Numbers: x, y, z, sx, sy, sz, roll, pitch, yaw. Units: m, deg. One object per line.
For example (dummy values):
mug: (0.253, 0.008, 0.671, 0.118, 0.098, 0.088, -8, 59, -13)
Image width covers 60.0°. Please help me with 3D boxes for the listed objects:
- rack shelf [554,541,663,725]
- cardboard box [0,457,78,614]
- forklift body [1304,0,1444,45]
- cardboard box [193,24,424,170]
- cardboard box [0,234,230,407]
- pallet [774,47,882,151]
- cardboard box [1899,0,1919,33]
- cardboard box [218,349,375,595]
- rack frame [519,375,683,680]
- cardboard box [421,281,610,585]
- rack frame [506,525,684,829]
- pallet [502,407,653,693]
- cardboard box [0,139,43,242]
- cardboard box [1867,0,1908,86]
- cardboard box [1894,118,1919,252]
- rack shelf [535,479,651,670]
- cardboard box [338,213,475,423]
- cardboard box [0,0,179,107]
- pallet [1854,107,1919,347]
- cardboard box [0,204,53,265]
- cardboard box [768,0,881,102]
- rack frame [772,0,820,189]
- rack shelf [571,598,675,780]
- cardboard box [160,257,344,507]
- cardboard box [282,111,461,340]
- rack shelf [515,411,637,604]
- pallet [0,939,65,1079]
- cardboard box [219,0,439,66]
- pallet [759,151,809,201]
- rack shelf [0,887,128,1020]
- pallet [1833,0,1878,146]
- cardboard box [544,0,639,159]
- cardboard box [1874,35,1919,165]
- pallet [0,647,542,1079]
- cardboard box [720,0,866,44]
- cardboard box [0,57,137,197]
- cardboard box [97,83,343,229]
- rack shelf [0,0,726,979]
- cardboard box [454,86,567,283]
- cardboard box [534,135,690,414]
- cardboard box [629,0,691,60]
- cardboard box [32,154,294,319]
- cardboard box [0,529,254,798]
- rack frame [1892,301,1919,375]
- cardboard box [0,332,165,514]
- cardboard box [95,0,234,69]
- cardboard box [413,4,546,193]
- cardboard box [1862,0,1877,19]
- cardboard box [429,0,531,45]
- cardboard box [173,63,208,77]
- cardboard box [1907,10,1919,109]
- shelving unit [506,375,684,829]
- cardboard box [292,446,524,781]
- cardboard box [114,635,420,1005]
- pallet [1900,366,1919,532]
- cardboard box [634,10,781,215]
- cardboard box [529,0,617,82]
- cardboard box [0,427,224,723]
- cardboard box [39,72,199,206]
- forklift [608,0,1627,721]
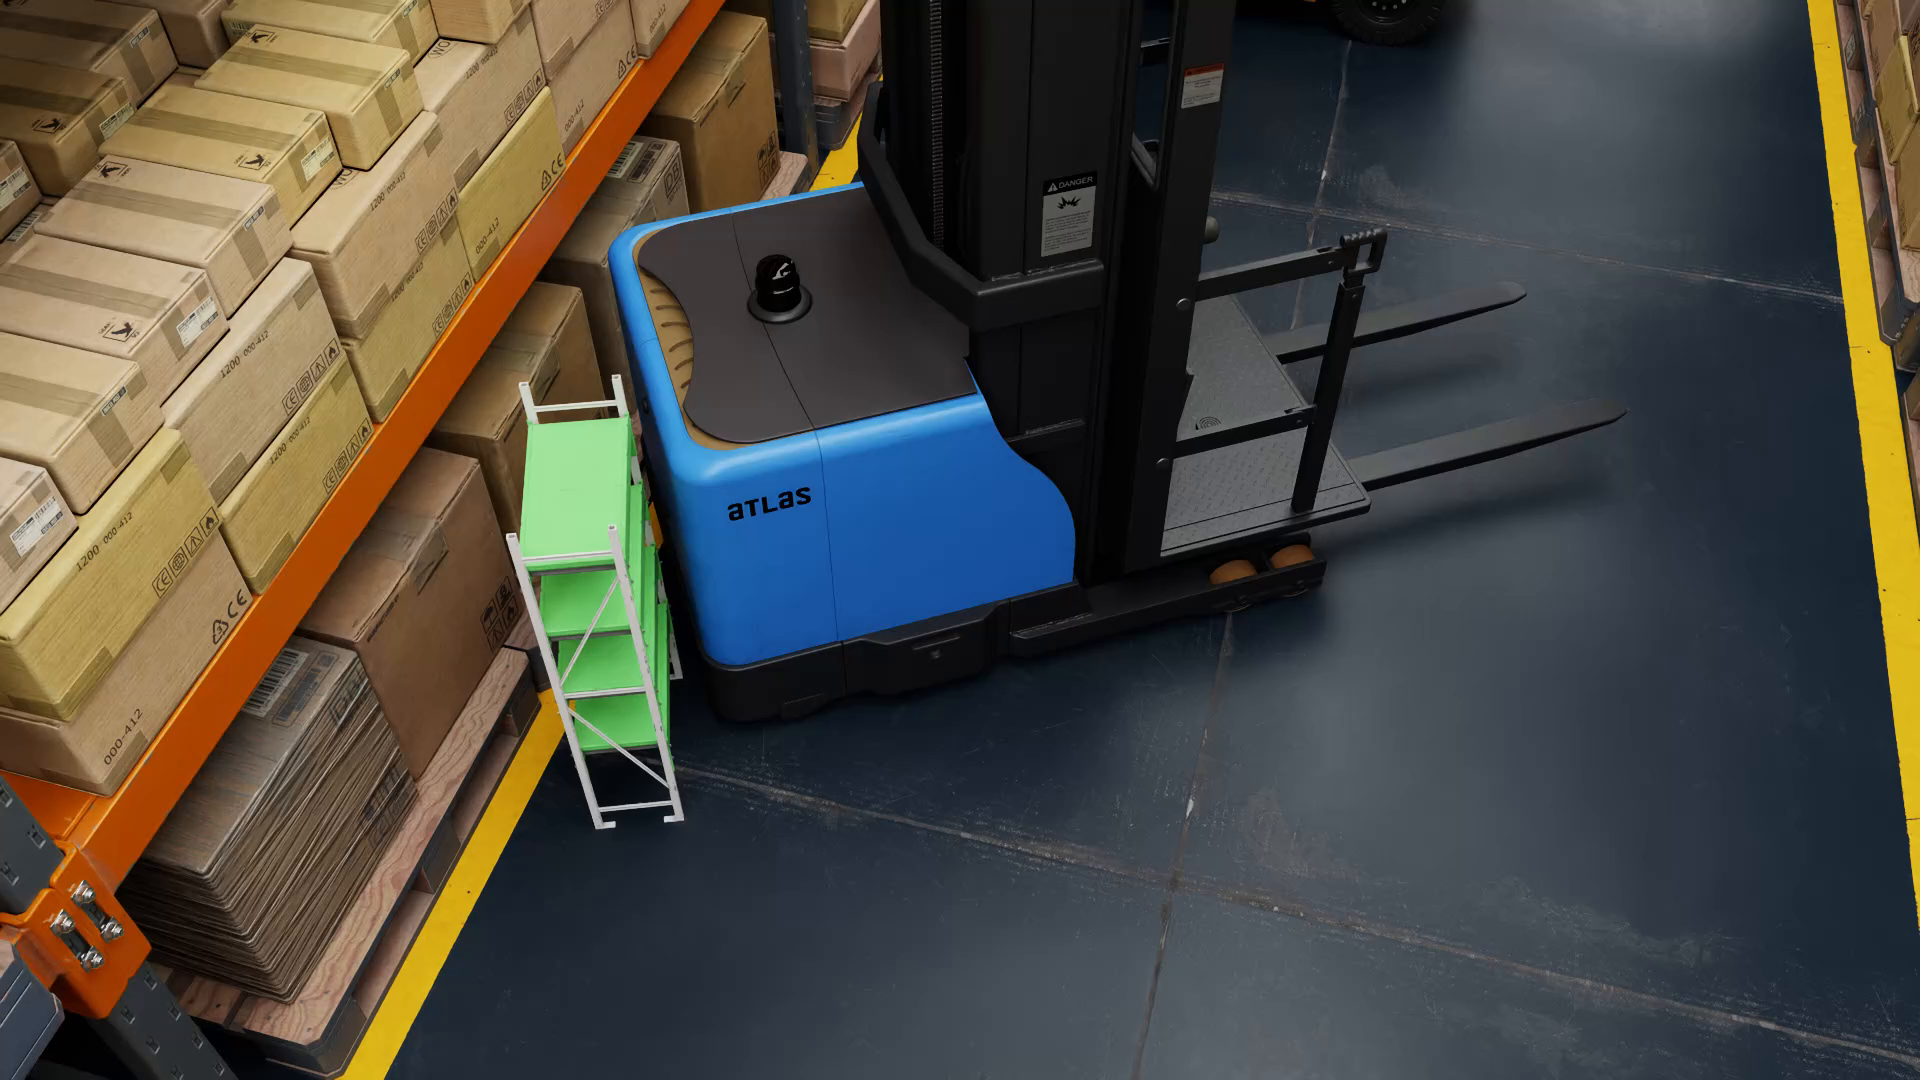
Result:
rack shelf: (-0.907, 0.239, 4.324, 0.258, 0.148, 0.480, -5, 49, -4)
cardboard box: (-1.733, -0.026, 2.773, 0.380, 0.149, 0.250, 13, 50, 11)
forklift body: (1.265, -3.380, 6.798, 2.313, 2.155, 1.214, 12, 50, 10)
cardboard box: (-1.404, -0.961, 3.598, 0.380, 0.149, 0.250, 13, 50, 11)
cardboard box: (-1.622, -0.410, 3.112, 0.380, 0.149, 0.250, 13, 50, 11)
pallet: (-0.799, -2.143, 7.000, 1.003, 0.211, 1.213, 12, 50, 10)
cardboard box: (3.903, -2.218, 6.260, 0.500, 0.500, 0.500, 14, 50, 12)
cardboard box: (-1.612, -0.191, 3.518, 0.500, 0.250, 0.500, 11, 49, 9)
rack frame: (-0.935, 0.016, 4.436, 0.240, 1.200, 0.015, -5, 49, -4)
cardboard box: (-1.583, -0.368, 4.878, 0.875, 0.625, 0.625, 10, 49, 8)
rack frame: (-0.878, 0.379, 4.115, 0.240, 1.200, 0.015, -5, 49, -4)
pallet: (-1.524, -0.150, 5.242, 1.003, 0.211, 1.213, 12, 50, 10)
cardboard box: (-2.126, -0.706, 3.373, 0.380, 0.149, 0.250, 11, 49, 9)
cardboard box: (3.906, -1.986, 6.556, 0.500, 0.250, 0.500, 12, 50, 11)
cardboard box: (3.637, -1.232, 5.890, 0.500, 0.250, 0.500, 14, 50, 12)
rack shelf: (-0.907, 0.081, 4.144, 0.258, 0.148, 0.480, -5, 49, -4)
cardboard box: (-1.483, -0.565, 3.848, 0.500, 0.250, 0.500, 10, 49, 9)
cardboard box: (-1.997, -1.077, 3.701, 0.380, 0.149, 0.250, 11, 49, 9)
pallet: (3.884, -1.092, 6.073, 1.003, 0.211, 1.213, 12, 50, 10)
cardboard box: (-2.118, -0.471, 3.432, 0.500, 0.250, 0.500, 12, 50, 10)
cardboard box: (-0.602, -2.012, 6.579, 0.500, 0.250, 0.500, 12, 50, 10)
rack frame: (-1.049, -2.499, 5.455, 1.000, 3.000, 0.127, 12, 50, 10)
rack shelf: (-0.907, 0.398, 4.504, 0.258, 0.148, 0.480, -5, 49, -4)
cardboard box: (-1.616, -0.356, 3.330, 0.500, 0.250, 0.500, 13, 50, 11)
cardboard box: (-1.461, -0.731, 3.661, 0.500, 0.250, 0.500, 10, 49, 9)
rack shelf: (-0.907, -0.078, 3.964, 0.258, 0.148, 0.480, -5, 49, -4)
pallet: (-2.212, 0.962, 2.528, 1.213, 0.211, 1.003, 12, 50, 10)
cardboard box: (-1.429, -1.168, 3.781, 0.380, 0.149, 0.250, 12, 50, 10)
pallet: (-1.205, -1.035, 6.023, 1.003, 0.211, 1.213, 12, 50, 10)
rack shelf: (-2.628, 2.079, 1.894, 1.077, 0.370, 4.000, 12, 50, 10)
pallet: (4.203, -1.977, 6.854, 1.003, 0.211, 1.213, 12, 50, 10)
cardboard box: (-1.216, -1.315, 4.510, 0.500, 0.250, 0.500, 12, 50, 10)
cardboard box: (3.768, -1.619, 6.232, 0.500, 0.250, 0.500, 10, 49, 9)
pallet: (-1.847, 0.730, 4.465, 1.003, 0.211, 1.213, 12, 50, 10)
cardboard box: (-0.624, -2.182, 6.396, 0.500, 0.250, 0.500, 11, 50, 10)
cardboard box: (-1.982, -0.880, 3.527, 0.380, 0.149, 0.250, 11, 50, 10)
cardboard box: (-1.528, -0.789, 3.446, 0.380, 0.149, 0.250, 12, 50, 10)
rack shelf: (-1.575, -0.814, 4.448, 1.077, 0.370, 4.000, 12, 50, 10)
cardboard box: (-1.345, -0.940, 4.179, 0.500, 0.250, 0.500, 13, 50, 11)
cardboard box: (-1.387, -0.912, 5.358, 0.875, 0.625, 0.625, 11, 50, 10)
cardboard box: (-1.056, -1.668, 4.822, 0.500, 0.250, 0.500, 11, 50, 10)
cardboard box: (-1.565, -0.601, 3.281, 0.380, 0.149, 0.250, 12, 50, 10)
cardboard box: (-1.749, 0.171, 3.198, 0.500, 0.250, 0.500, 12, 50, 10)
rack frame: (3.741, -1.522, 4.593, 1.000, 3.000, 0.127, 12, 50, 10)
cardboard box: (-1.664, -0.219, 2.943, 0.380, 0.149, 0.250, 13, 50, 11)
cardboard box: (-1.826, -1.243, 3.847, 0.380, 0.149, 0.250, 13, 50, 11)
cardboard box: (-1.351, -1.105, 3.992, 0.500, 0.250, 0.500, 12, 50, 11)
cardboard box: (4.042, -2.350, 6.878, 0.500, 0.250, 0.500, 15, 50, 13)
cardboard box: (-1.227, -1.318, 3.914, 0.380, 0.149, 0.250, 10, 49, 9)
cardboard box: (-1.844, -1.195, 4.071, 0.500, 0.250, 0.500, 11, 49, 9)
cardboard box: (3.770, -1.848, 5.934, 0.500, 0.500, 0.500, 12, 50, 11)
shelving unit: (-0.907, 0.197, 4.276, 0.258, 1.200, 0.503, -5, 49, -4)
cardboard box: (-1.760, 0.119, 4.448, 0.875, 0.625, 0.625, 13, 50, 11)
cardboard box: (-1.924, 0.593, 4.030, 0.875, 0.625, 0.625, 13, 50, 11)
pallet: (3.537, -0.036, 5.141, 1.003, 0.211, 1.213, 12, 50, 10)
cardboard box: (-1.175, -1.472, 5.852, 0.875, 0.625, 0.625, 14, 50, 12)
cardboard box: (-1.200, -1.467, 4.310, 0.500, 0.250, 0.500, 12, 50, 11)
cardboard box: (-1.725, 0.011, 3.006, 0.500, 0.250, 0.500, 12, 50, 10)
cardboard box: (-1.984, -0.833, 3.751, 0.500, 0.250, 0.500, 11, 50, 10)
forklift: (0.592, -1.115, 4.280, 3.031, 2.935, 1.130, -14, 50, -12)
